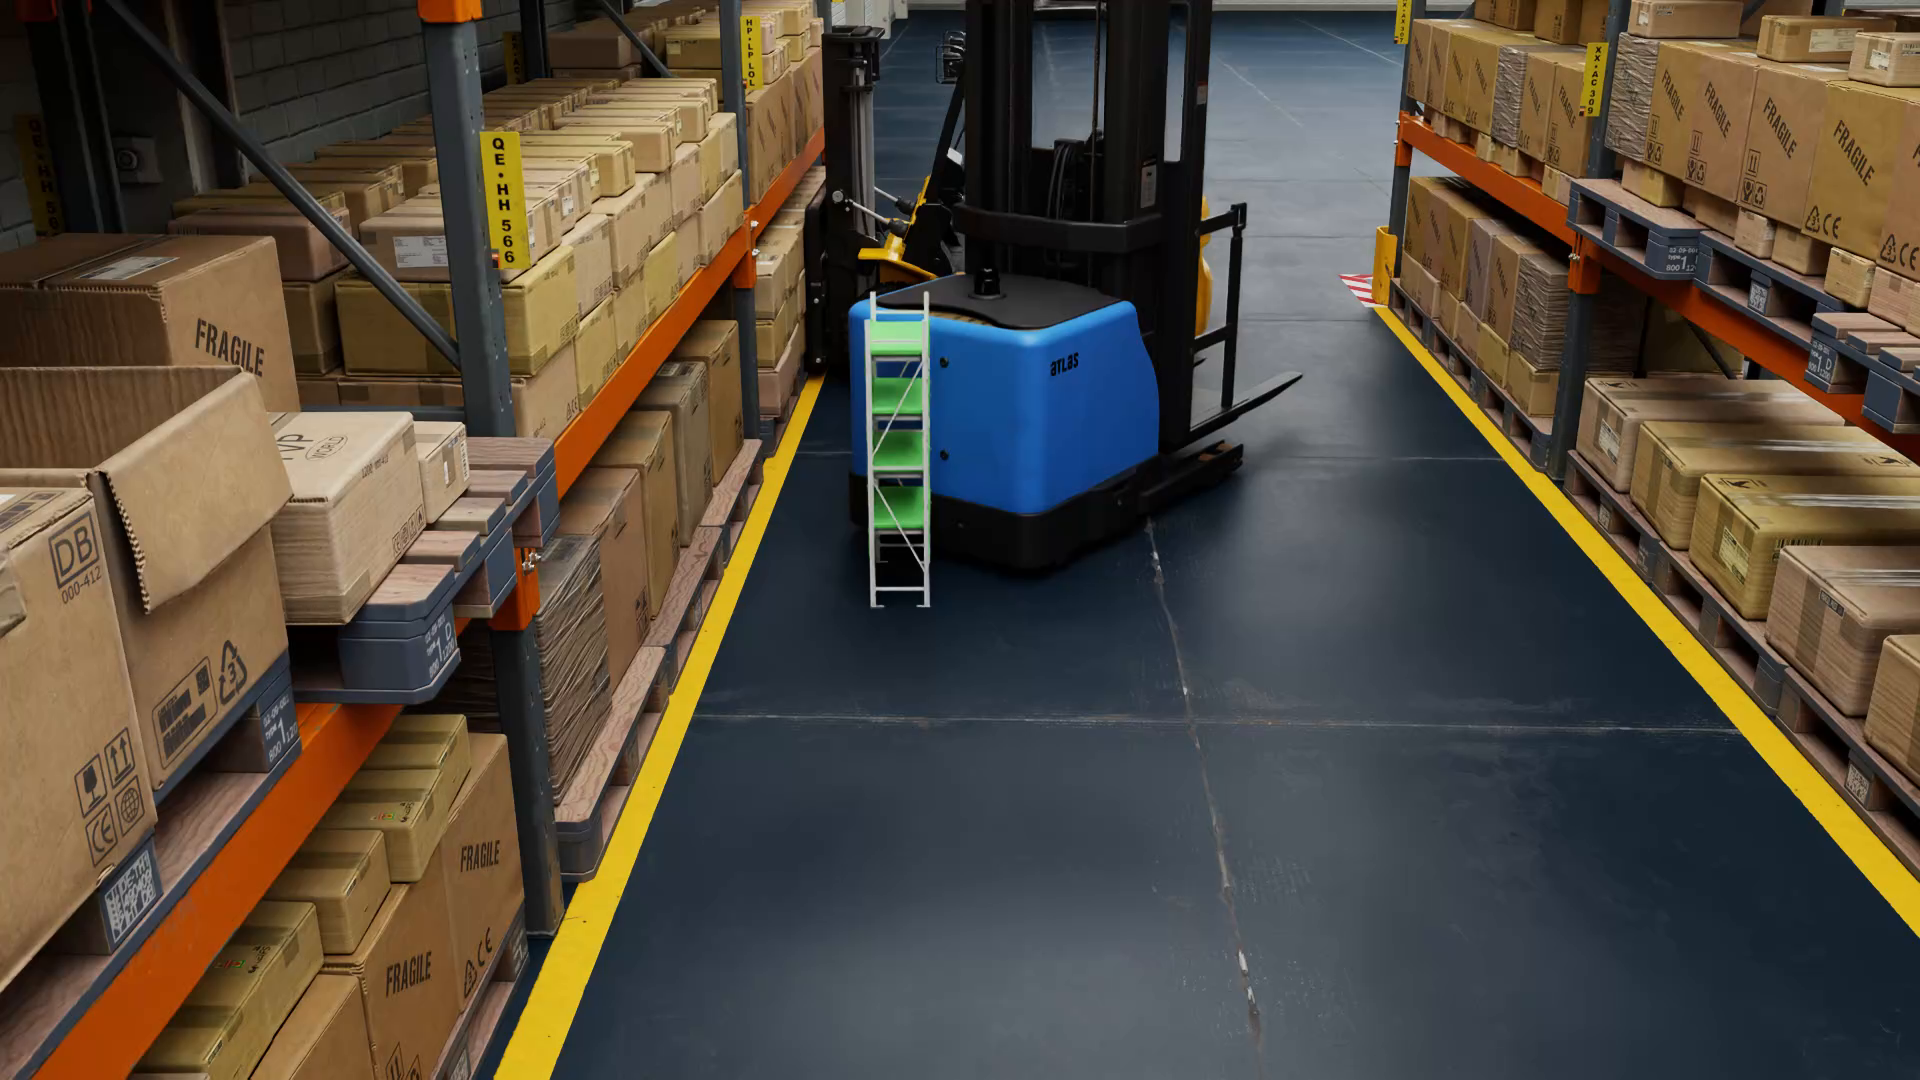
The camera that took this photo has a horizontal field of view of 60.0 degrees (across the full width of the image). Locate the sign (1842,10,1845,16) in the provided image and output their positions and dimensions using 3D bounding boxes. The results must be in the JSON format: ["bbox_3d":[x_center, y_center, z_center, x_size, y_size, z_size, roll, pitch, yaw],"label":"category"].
[{"bbox_3d":[4.005,-2.238,7.549,0.100,0.325,0.005,1,21,2],"label":"sign"}]

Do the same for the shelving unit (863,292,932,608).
[{"bbox_3d":[-0.247,-0.372,6.828,0.258,1.200,0.503,0,21,0],"label":"shelving unit"}]

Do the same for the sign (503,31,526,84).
[{"bbox_3d":[-2.066,-2.202,7.751,0.100,0.325,0.005,1,21,2],"label":"sign"}]

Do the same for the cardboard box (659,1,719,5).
[{"bbox_3d":[-1.671,-3.292,10.420,0.380,0.149,0.250,1,21,2],"label":"cardboard box"}]

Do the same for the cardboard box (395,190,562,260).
[{"bbox_3d":[-1.322,-0.867,4.582,0.380,0.149,0.250,1,21,3],"label":"cardboard box"}]

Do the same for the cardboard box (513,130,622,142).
[{"bbox_3d":[-1.389,-1.333,5.782,0.380,0.149,0.250,1,21,2],"label":"cardboard box"}]

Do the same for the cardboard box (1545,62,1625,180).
[{"bbox_3d":[3.215,-2.051,8.120,0.500,0.500,0.500,0,21,0],"label":"cardboard box"}]

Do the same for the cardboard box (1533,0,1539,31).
[{"bbox_3d":[3.839,-3.245,9.813,0.700,0.500,0.500,0,21,1],"label":"cardboard box"}]

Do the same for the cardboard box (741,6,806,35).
[{"bbox_3d":[-1.128,-3.096,9.914,0.380,0.149,0.250,1,21,3],"label":"cardboard box"}]

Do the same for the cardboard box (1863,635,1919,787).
[{"bbox_3d":[3.356,0.569,4.969,0.950,0.372,0.625,-1,21,-2],"label":"cardboard box"}]

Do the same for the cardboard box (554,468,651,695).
[{"bbox_3d":[-1.588,0.140,5.724,0.875,0.625,0.625,1,21,3],"label":"cardboard box"}]

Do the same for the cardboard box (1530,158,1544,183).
[{"bbox_3d":[3.264,-1.979,8.829,0.380,0.149,0.250,0,21,1],"label":"cardboard box"}]

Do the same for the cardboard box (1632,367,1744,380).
[{"bbox_3d":[3.738,-0.827,8.734,0.500,0.250,0.500,0,21,-1],"label":"cardboard box"}]

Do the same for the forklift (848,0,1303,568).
[{"bbox_3d":[0.767,-1.719,7.906,1.130,2.935,3.031,15,26,33],"label":"forklift"}]

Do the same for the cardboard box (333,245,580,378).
[{"bbox_3d":[-1.350,-0.630,4.523,0.500,0.250,0.500,1,21,2],"label":"cardboard box"}]

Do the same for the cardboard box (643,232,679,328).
[{"bbox_3d":[-1.329,-0.953,6.046,0.500,0.250,0.500,1,21,3],"label":"cardboard box"}]

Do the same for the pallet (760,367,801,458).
[{"bbox_3d":[-1.445,-0.743,9.152,1.003,0.211,1.213,1,21,2],"label":"pallet"}]

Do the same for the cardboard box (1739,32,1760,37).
[{"bbox_3d":[3.666,-1.914,7.186,0.500,0.500,0.500,0,21,1],"label":"cardboard box"}]

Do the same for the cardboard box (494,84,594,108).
[{"bbox_3d":[-1.797,-1.884,7.203,0.380,0.149,0.250,0,21,0],"label":"cardboard box"}]

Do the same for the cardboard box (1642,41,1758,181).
[{"bbox_3d":[3.135,-1.736,6.727,0.500,0.500,0.500,1,21,2],"label":"cardboard box"}]

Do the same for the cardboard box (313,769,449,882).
[{"bbox_3d":[-1.372,0.638,3.717,0.380,0.149,0.250,0,21,-1],"label":"cardboard box"}]

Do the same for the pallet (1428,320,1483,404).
[{"bbox_3d":[3.470,-1.088,10.042,1.003,0.211,1.213,1,21,2],"label":"pallet"}]

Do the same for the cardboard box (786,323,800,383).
[{"bbox_3d":[-1.165,-1.025,9.244,0.500,0.250,0.500,0,21,0],"label":"cardboard box"}]

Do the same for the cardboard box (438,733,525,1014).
[{"bbox_3d":[-1.431,0.815,4.157,0.500,0.500,0.500,1,21,3],"label":"cardboard box"}]

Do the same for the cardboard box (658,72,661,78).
[{"bbox_3d":[-1.799,-2.505,8.802,0.380,0.149,0.250,1,21,2],"label":"cardboard box"}]

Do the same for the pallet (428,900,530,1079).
[{"bbox_3d":[-1.693,1.260,3.990,1.003,0.211,1.213,1,21,2],"label":"pallet"}]

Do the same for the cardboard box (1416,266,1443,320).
[{"bbox_3d":[3.248,-1.590,10.700,0.500,0.250,0.500,1,21,4],"label":"cardboard box"}]

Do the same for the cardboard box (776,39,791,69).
[{"bbox_3d":[-1.172,-2.776,9.502,0.380,0.149,0.250,0,21,1],"label":"cardboard box"}]

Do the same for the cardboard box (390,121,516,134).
[{"bbox_3d":[-1.829,-1.430,6.032,0.380,0.149,0.250,1,21,2],"label":"cardboard box"}]

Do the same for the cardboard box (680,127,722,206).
[{"bbox_3d":[-1.279,-1.553,6.900,0.500,0.250,0.500,0,21,0],"label":"cardboard box"}]

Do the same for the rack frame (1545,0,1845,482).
[{"bbox_3d":[3.450,-1.703,7.771,1.000,3.000,0.127,1,21,2],"label":"rack frame"}]

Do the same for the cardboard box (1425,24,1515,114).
[{"bbox_3d":[3.268,-2.979,10.510,0.500,0.500,0.500,1,21,3],"label":"cardboard box"}]

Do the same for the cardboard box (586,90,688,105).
[{"bbox_3d":[-1.349,-1.798,6.980,0.380,0.149,0.250,1,21,2],"label":"cardboard box"}]

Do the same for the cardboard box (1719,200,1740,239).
[{"bbox_3d":[3.110,-1.210,6.266,0.380,0.149,0.250,1,21,2],"label":"cardboard box"}]

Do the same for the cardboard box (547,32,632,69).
[{"bbox_3d":[-1.803,-2.362,8.025,0.380,0.149,0.250,1,21,2],"label":"cardboard box"}]

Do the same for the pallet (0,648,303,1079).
[{"bbox_3d":[-1.687,0.483,2.403,1.003,0.211,1.213,1,21,2],"label":"pallet"}]

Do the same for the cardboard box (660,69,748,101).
[{"bbox_3d":[-1.238,-2.217,8.062,0.380,0.149,0.250,0,21,1],"label":"cardboard box"}]

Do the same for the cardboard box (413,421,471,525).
[{"bbox_3d":[-1.269,-0.147,3.527,0.380,0.149,0.250,1,21,3],"label":"cardboard box"}]

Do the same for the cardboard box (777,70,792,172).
[{"bbox_3d":[-1.223,-2.332,9.254,0.500,0.500,0.500,0,21,1],"label":"cardboard box"}]

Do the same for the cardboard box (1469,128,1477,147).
[{"bbox_3d":[3.296,-2.443,10.027,0.380,0.149,0.250,1,21,3],"label":"cardboard box"}]

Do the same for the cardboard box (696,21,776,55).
[{"bbox_3d":[-1.178,-2.636,8.728,0.380,0.149,0.250,1,21,3],"label":"cardboard box"}]

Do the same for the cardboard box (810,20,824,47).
[{"bbox_3d":[-1.098,-3.330,10.930,0.380,0.149,0.250,1,21,2],"label":"cardboard box"}]

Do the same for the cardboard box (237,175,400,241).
[{"bbox_3d":[-1.860,-0.967,4.840,0.380,0.149,0.250,1,21,2],"label":"cardboard box"}]

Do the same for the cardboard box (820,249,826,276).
[{"bbox_3d":[-1.112,-1.802,10.555,0.500,0.250,0.500,0,21,0],"label":"cardboard box"}]

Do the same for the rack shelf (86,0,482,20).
[{"bbox_3d":[-1.572,-2.096,5.632,1.077,0.370,4.000,1,21,2],"label":"rack shelf"}]

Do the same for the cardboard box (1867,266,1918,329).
[{"bbox_3d":[3.018,-0.736,5.047,0.380,0.149,0.250,0,21,-1],"label":"cardboard box"}]

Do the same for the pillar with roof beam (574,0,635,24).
[{"bbox_3d":[1.992,-5.710,9.805,9.100,9.000,0.400,1,21,2],"label":"pillar with roof beam"}]

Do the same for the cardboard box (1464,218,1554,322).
[{"bbox_3d":[3.228,-1.552,9.565,0.500,0.500,0.500,2,21,4],"label":"cardboard box"}]

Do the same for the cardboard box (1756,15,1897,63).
[{"bbox_3d":[3.152,-1.826,6.062,0.380,0.149,0.250,2,21,5],"label":"cardboard box"}]

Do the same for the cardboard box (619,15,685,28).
[{"bbox_3d":[-1.732,-2.825,9.217,0.380,0.149,0.250,0,21,1],"label":"cardboard box"}]

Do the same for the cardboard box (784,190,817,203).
[{"bbox_3d":[-1.107,-2.045,10.491,0.500,0.250,0.500,1,21,2],"label":"cardboard box"}]

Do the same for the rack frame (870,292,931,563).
[{"bbox_3d":[-0.249,-0.460,7.055,0.240,1.200,0.015,0,21,0],"label":"rack frame"}]
